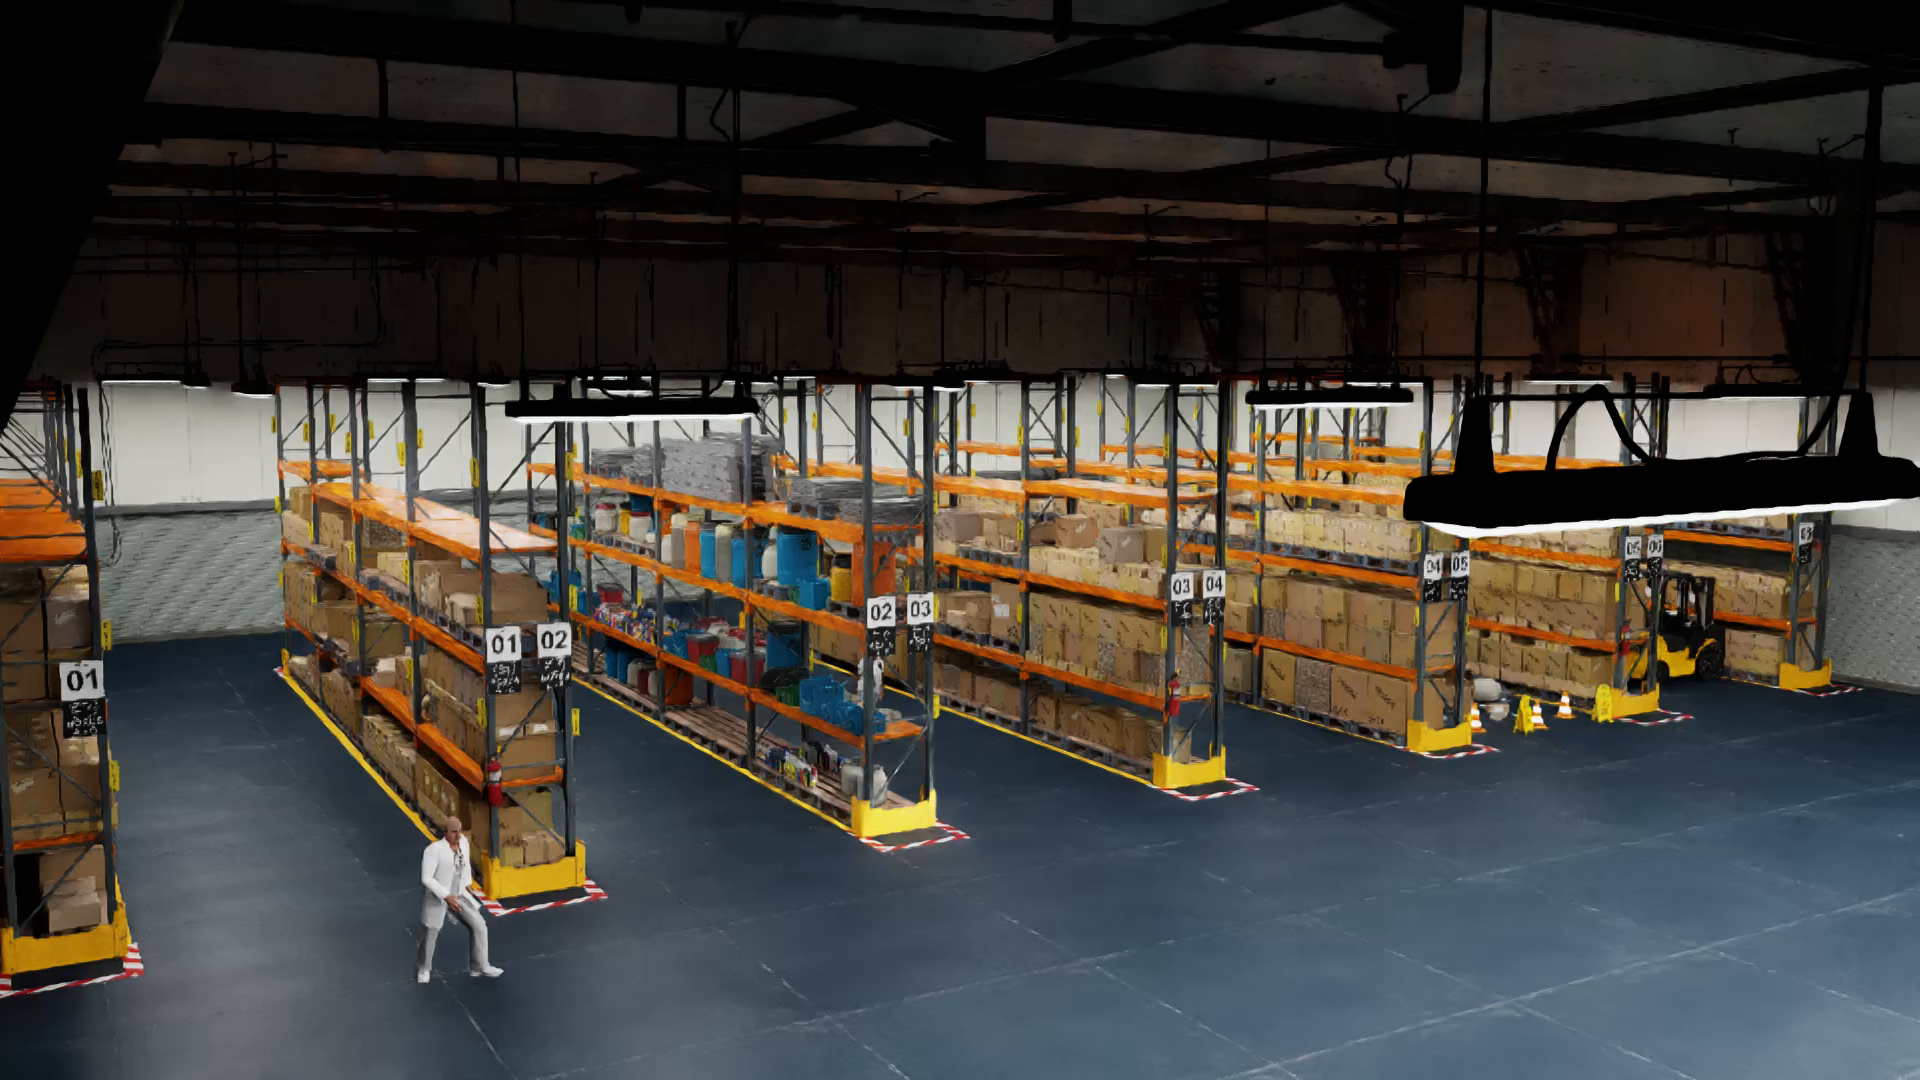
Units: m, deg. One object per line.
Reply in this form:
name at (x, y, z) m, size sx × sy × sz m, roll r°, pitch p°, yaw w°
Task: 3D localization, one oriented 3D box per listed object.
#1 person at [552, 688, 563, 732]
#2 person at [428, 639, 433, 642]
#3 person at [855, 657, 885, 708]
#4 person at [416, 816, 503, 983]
person at (-6.921, 2.477, 28.195) m, size 0.418 × 1.512 × 1.035 m, roll -3°, pitch 7°, yaw -28°
person at (-9.382, 2.193, 30.216) m, size 0.542 × 1.645 × 1.124 m, roll -3°, pitch 7°, yaw -28°
person at (-1.478, 2.498, 27.752) m, size 0.481 × 1.583 × 1.093 m, roll -4°, pitch 7°, yaw -32°
person at (-5.183, 3.629, 16.851) m, size 0.833 × 1.726 × 0.715 m, roll 5°, pitch 8°, yaw 39°
